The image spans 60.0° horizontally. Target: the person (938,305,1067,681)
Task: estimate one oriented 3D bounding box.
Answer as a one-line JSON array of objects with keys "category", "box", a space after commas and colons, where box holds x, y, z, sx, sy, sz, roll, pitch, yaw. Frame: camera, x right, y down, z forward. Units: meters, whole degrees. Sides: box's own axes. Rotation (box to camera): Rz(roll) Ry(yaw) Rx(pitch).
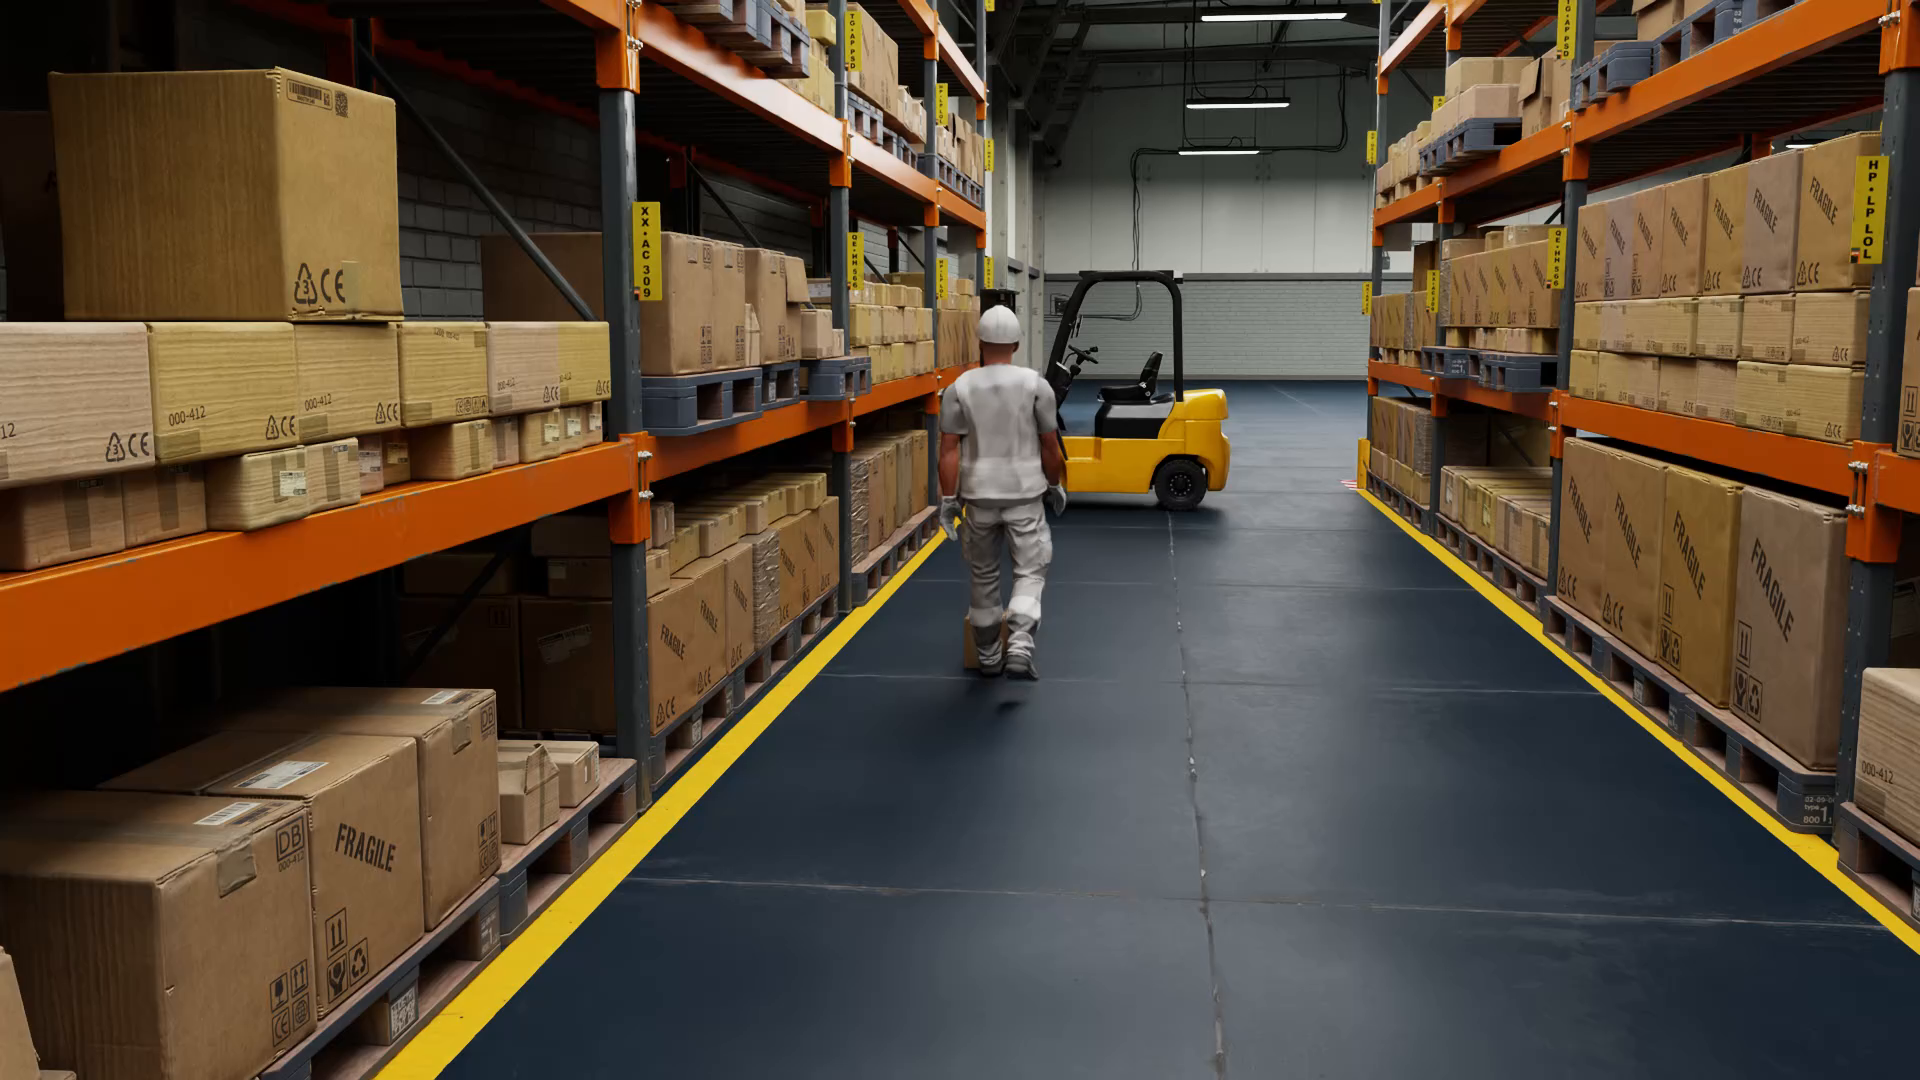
[{"category": "person", "box": [0.203, -0.198, 7.701, 0.556, 1.760, 0.912, 1, 8, 10]}]
